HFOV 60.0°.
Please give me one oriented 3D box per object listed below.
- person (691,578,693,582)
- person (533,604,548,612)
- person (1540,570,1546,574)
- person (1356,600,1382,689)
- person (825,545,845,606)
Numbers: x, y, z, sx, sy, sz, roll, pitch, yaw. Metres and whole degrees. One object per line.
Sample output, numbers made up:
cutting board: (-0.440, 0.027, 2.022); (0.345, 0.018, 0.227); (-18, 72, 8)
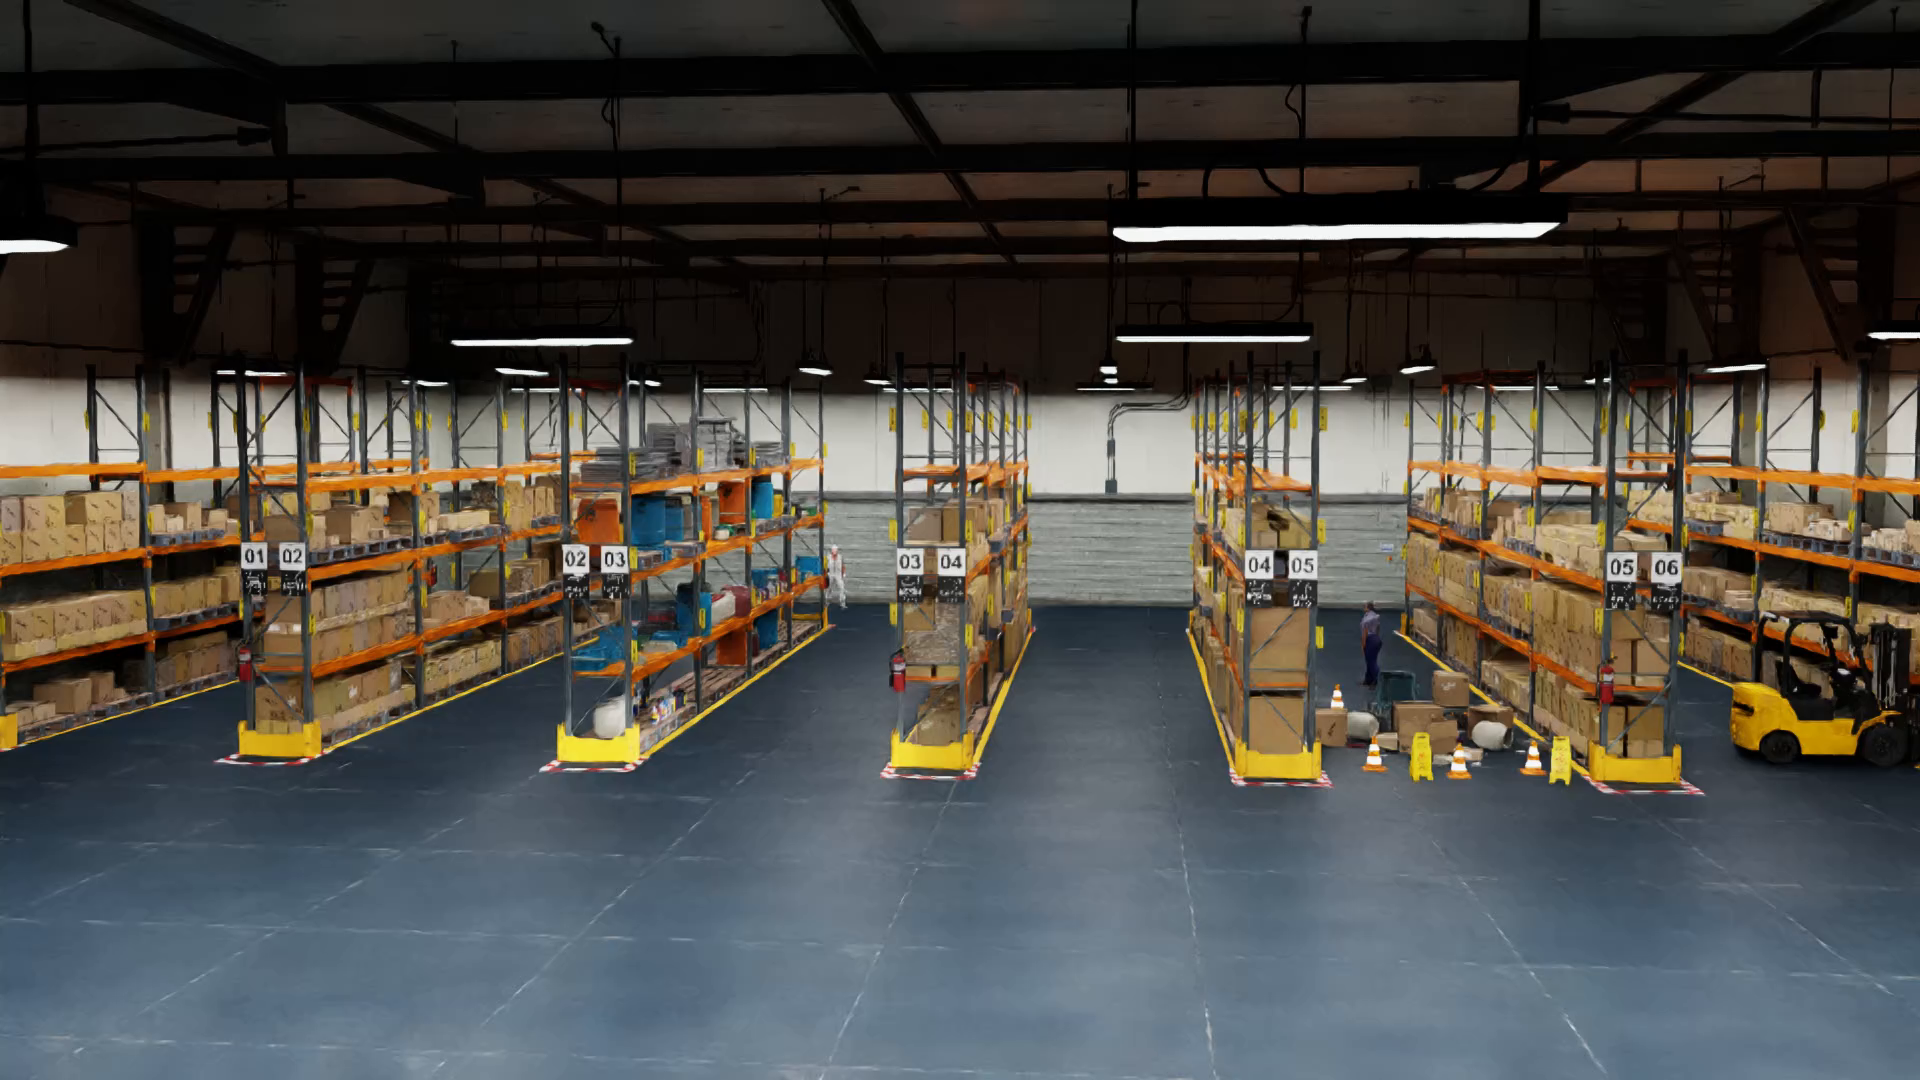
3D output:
person: (-5.779, 1.593, 36.580); (0.381, 1.601, 0.469); (-2, 5, -26)
person: (-10.334, 1.219, 40.691); (0.682, 1.634, 0.528); (0, 4, 4)
person: (14.180, 1.234, 40.804); (0.707, 1.763, 0.583); (-2, 4, -22)
person: (7.681, 1.951, 31.240); (0.551, 1.642, 0.599); (3, 5, 34)
person: (-3.387, 0.947, 44.438); (0.624, 1.661, 0.558); (-1, 4, -11)
